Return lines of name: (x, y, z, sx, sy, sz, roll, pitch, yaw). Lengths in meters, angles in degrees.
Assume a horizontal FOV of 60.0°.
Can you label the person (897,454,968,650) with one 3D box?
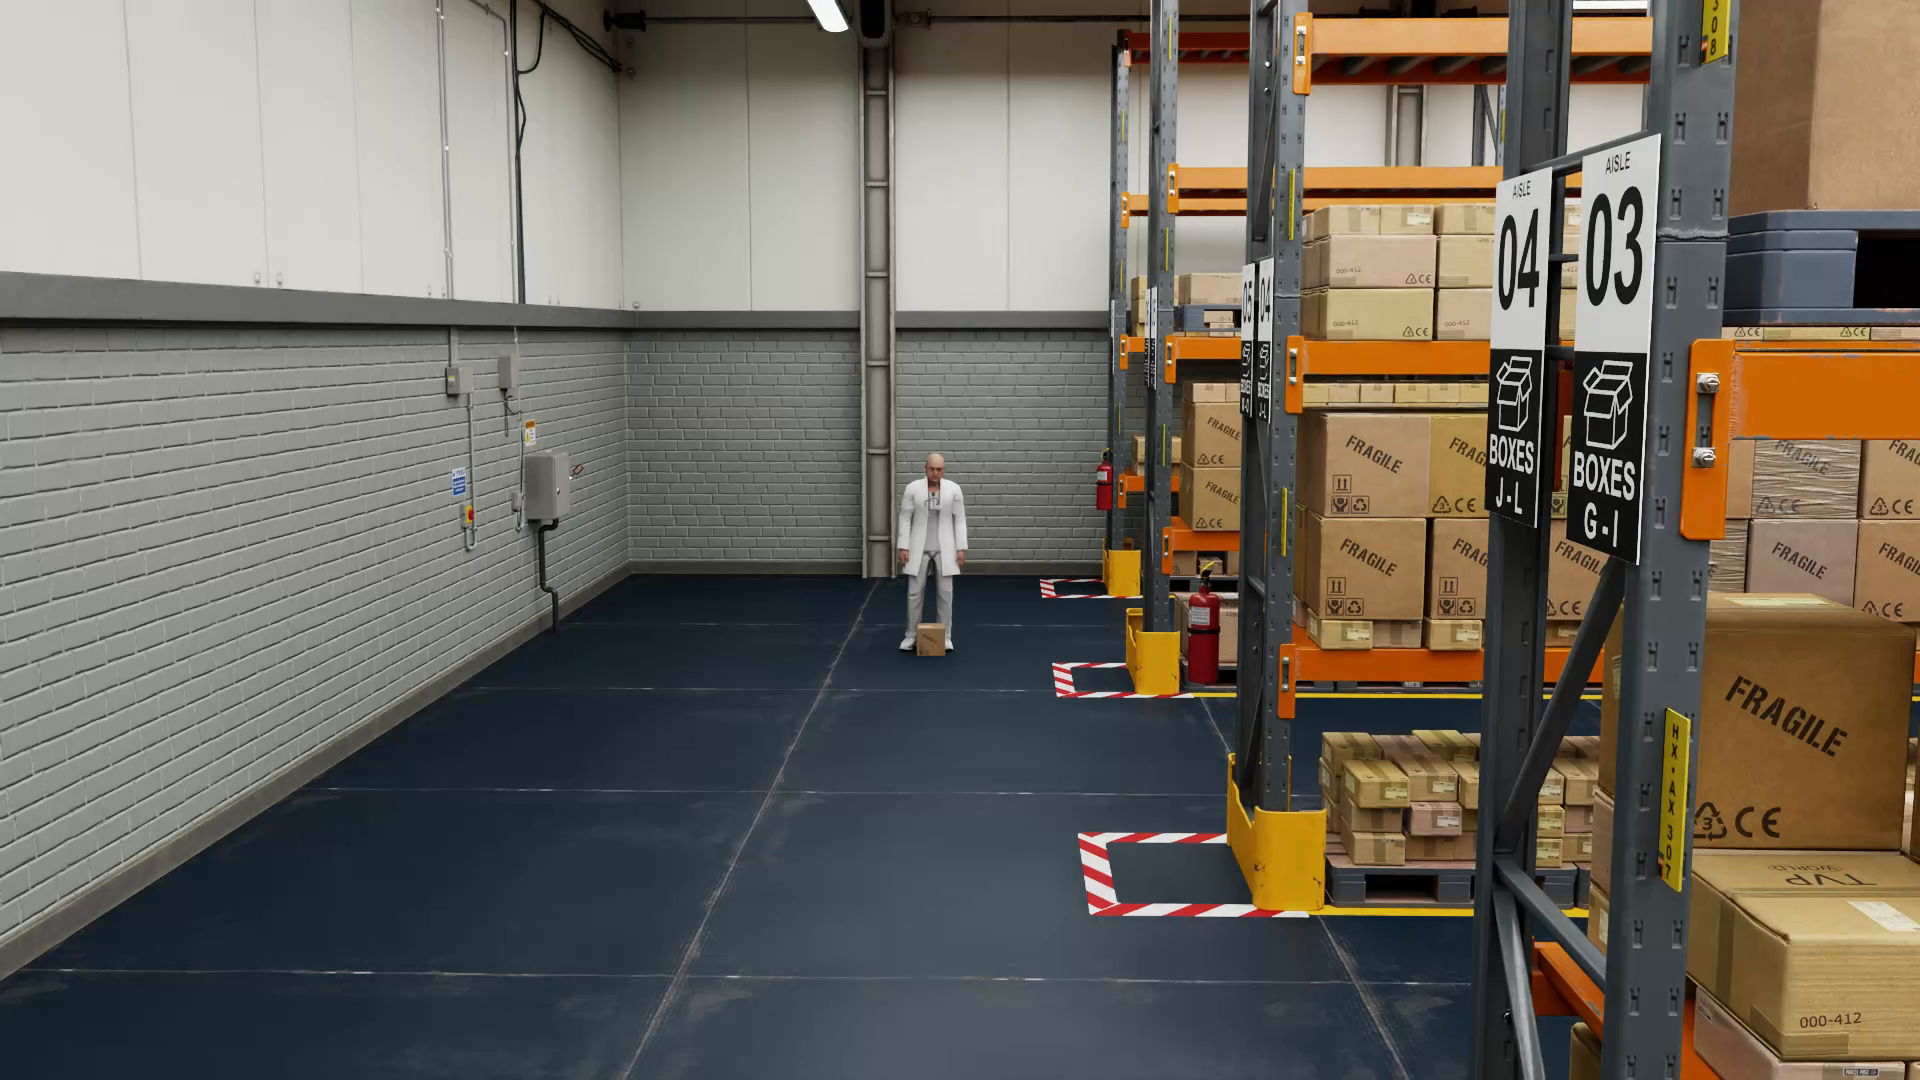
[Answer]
person: (-0.249, 0.102, 15.009, 0.645, 1.772, 0.429, 0, 7, -2)
